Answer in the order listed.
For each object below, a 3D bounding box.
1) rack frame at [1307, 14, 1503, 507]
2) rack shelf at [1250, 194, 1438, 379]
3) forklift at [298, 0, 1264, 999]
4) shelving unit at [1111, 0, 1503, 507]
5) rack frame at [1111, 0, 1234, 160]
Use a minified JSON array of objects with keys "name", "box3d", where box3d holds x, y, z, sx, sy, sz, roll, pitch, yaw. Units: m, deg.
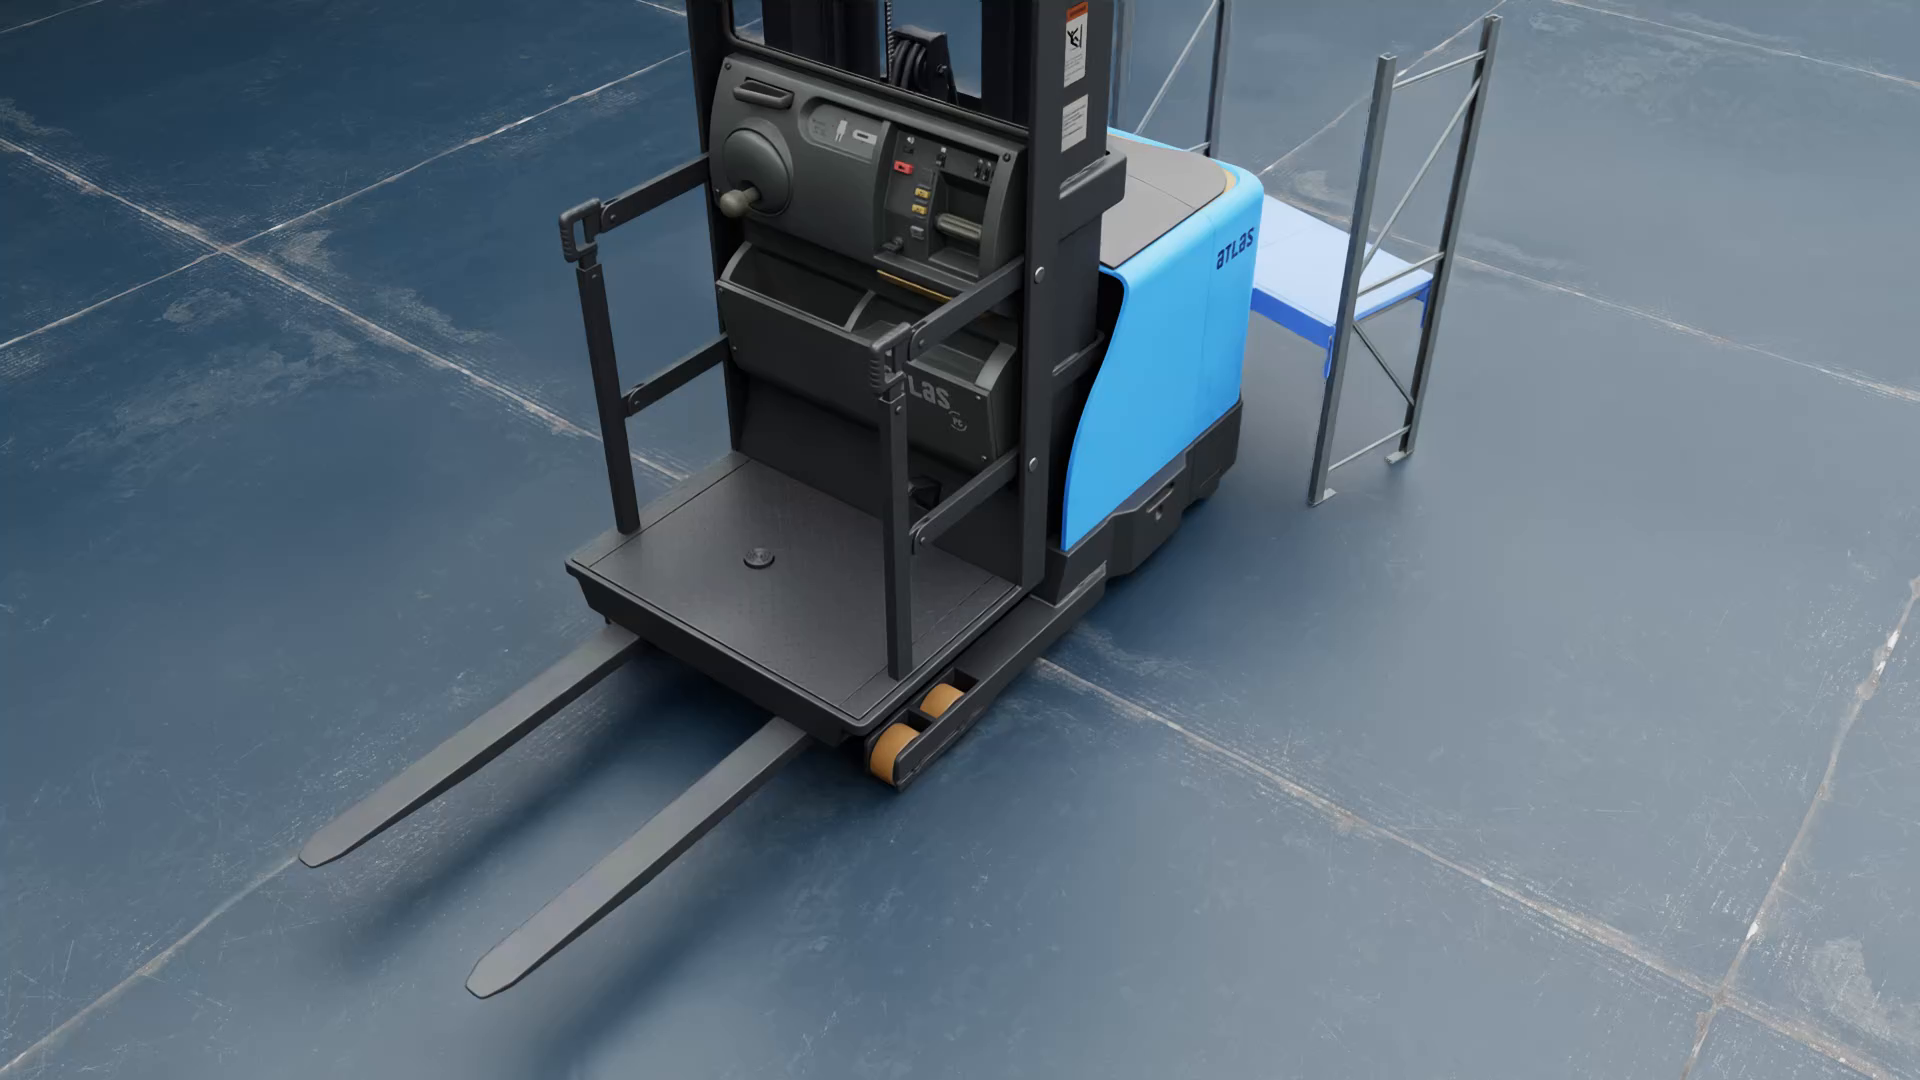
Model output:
[{"name":"rack frame","box3d":[1.332,-0.801,5.057,0.500,1.500,0.032,-26,45,-29]},{"name":"rack shelf","box3d":[1.015,-0.905,5.480,0.538,0.185,1.000,-26,45,-29]},{"name":"forklift","box3d":[-0.384,-0.846,3.953,1.130,2.935,3.031,25,45,29]},{"name":"shelving unit","box3d":[1.015,-1.046,5.370,0.538,1.500,1.048,-26,45,-29]},{"name":"rack frame","box3d":[0.698,-1.291,5.683,0.500,1.500,0.032,-26,45,-29]}]
